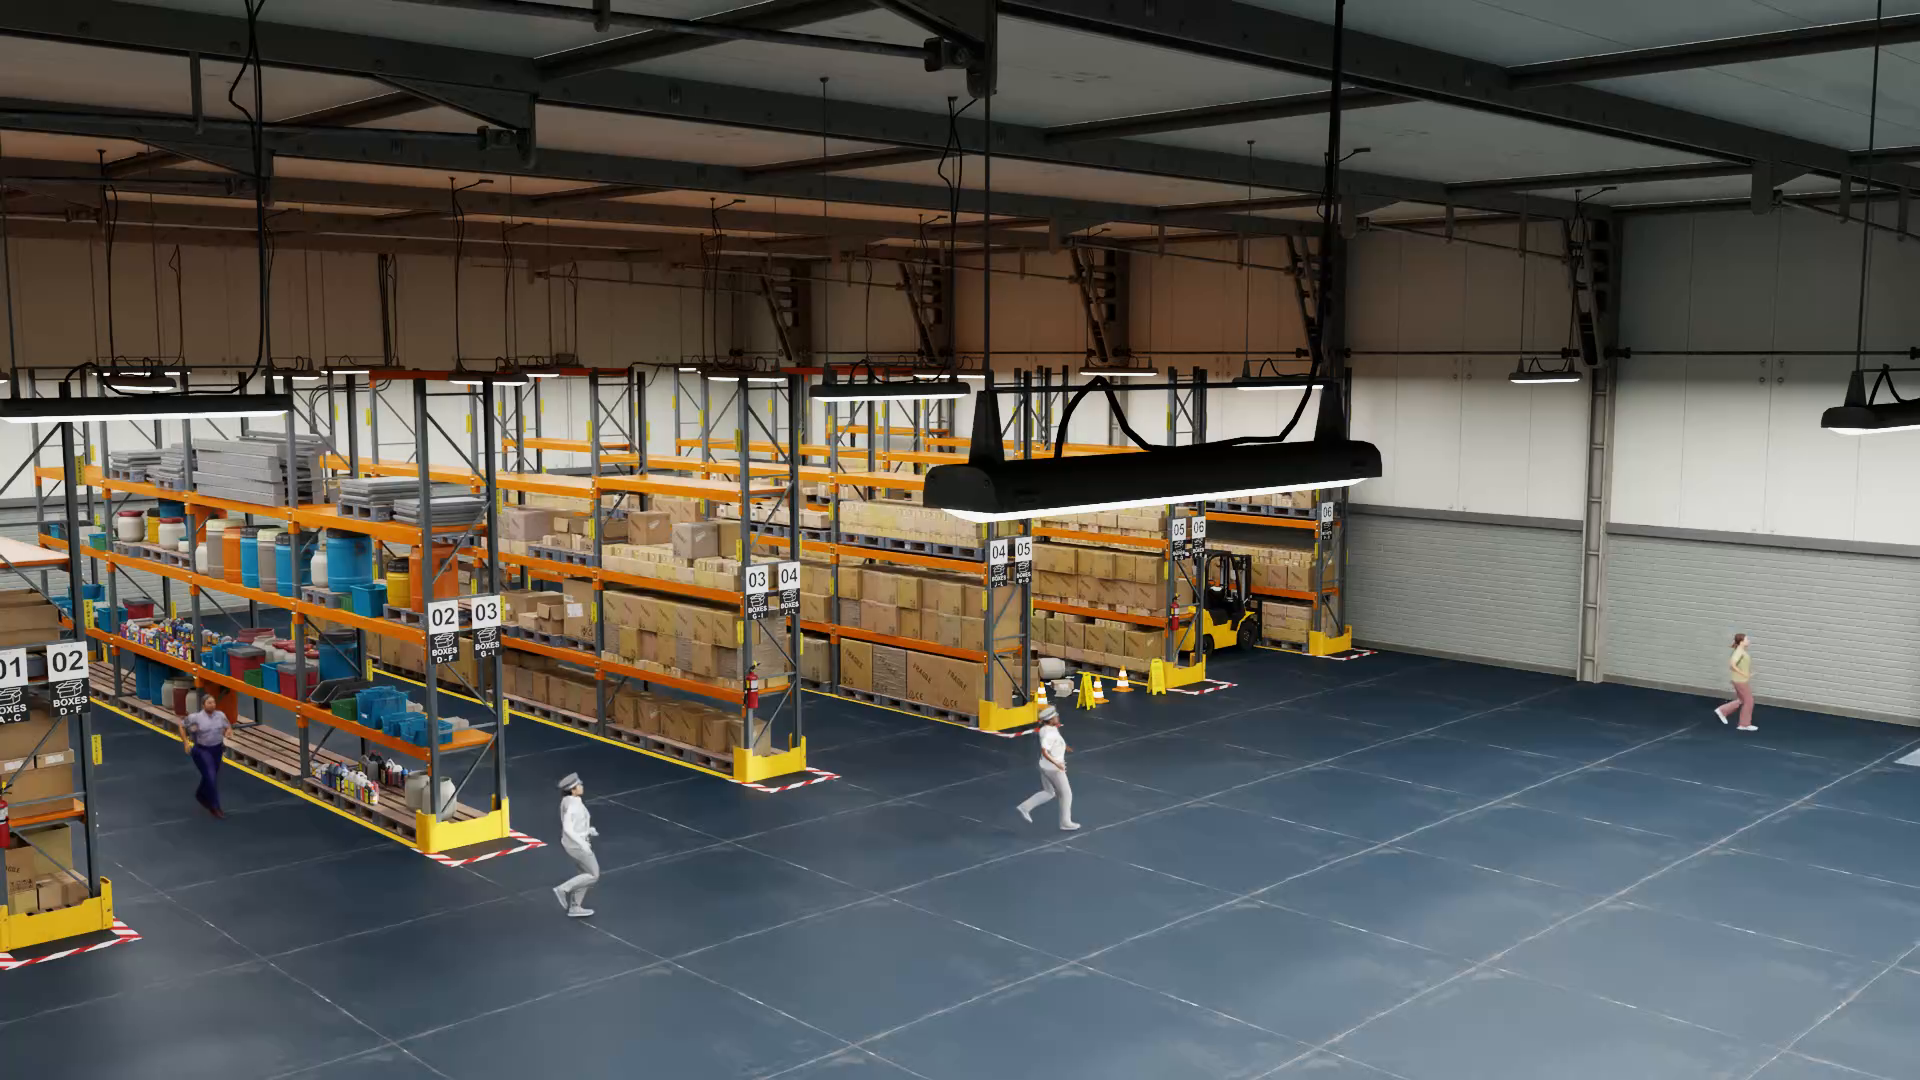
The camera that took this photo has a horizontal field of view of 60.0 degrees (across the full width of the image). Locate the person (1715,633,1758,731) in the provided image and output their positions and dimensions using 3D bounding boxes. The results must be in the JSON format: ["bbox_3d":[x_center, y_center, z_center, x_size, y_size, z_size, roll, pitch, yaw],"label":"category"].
[{"bbox_3d":[13.095,2.379,27.918,0.622,1.619,0.605,3,7,25],"label":"person"}]

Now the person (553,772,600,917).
[{"bbox_3d":[-4.309,3.419,18.639,0.552,1.643,0.614,-3,7,-23],"label":"person"}]

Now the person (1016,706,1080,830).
[{"bbox_3d":[1.187,3.019,22.002,0.850,1.664,0.588,-1,7,-13],"label":"person"}]

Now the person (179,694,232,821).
[{"bbox_3d":[-10.301,2.945,22.779,0.855,1.681,0.580,4,8,33],"label":"person"}]
